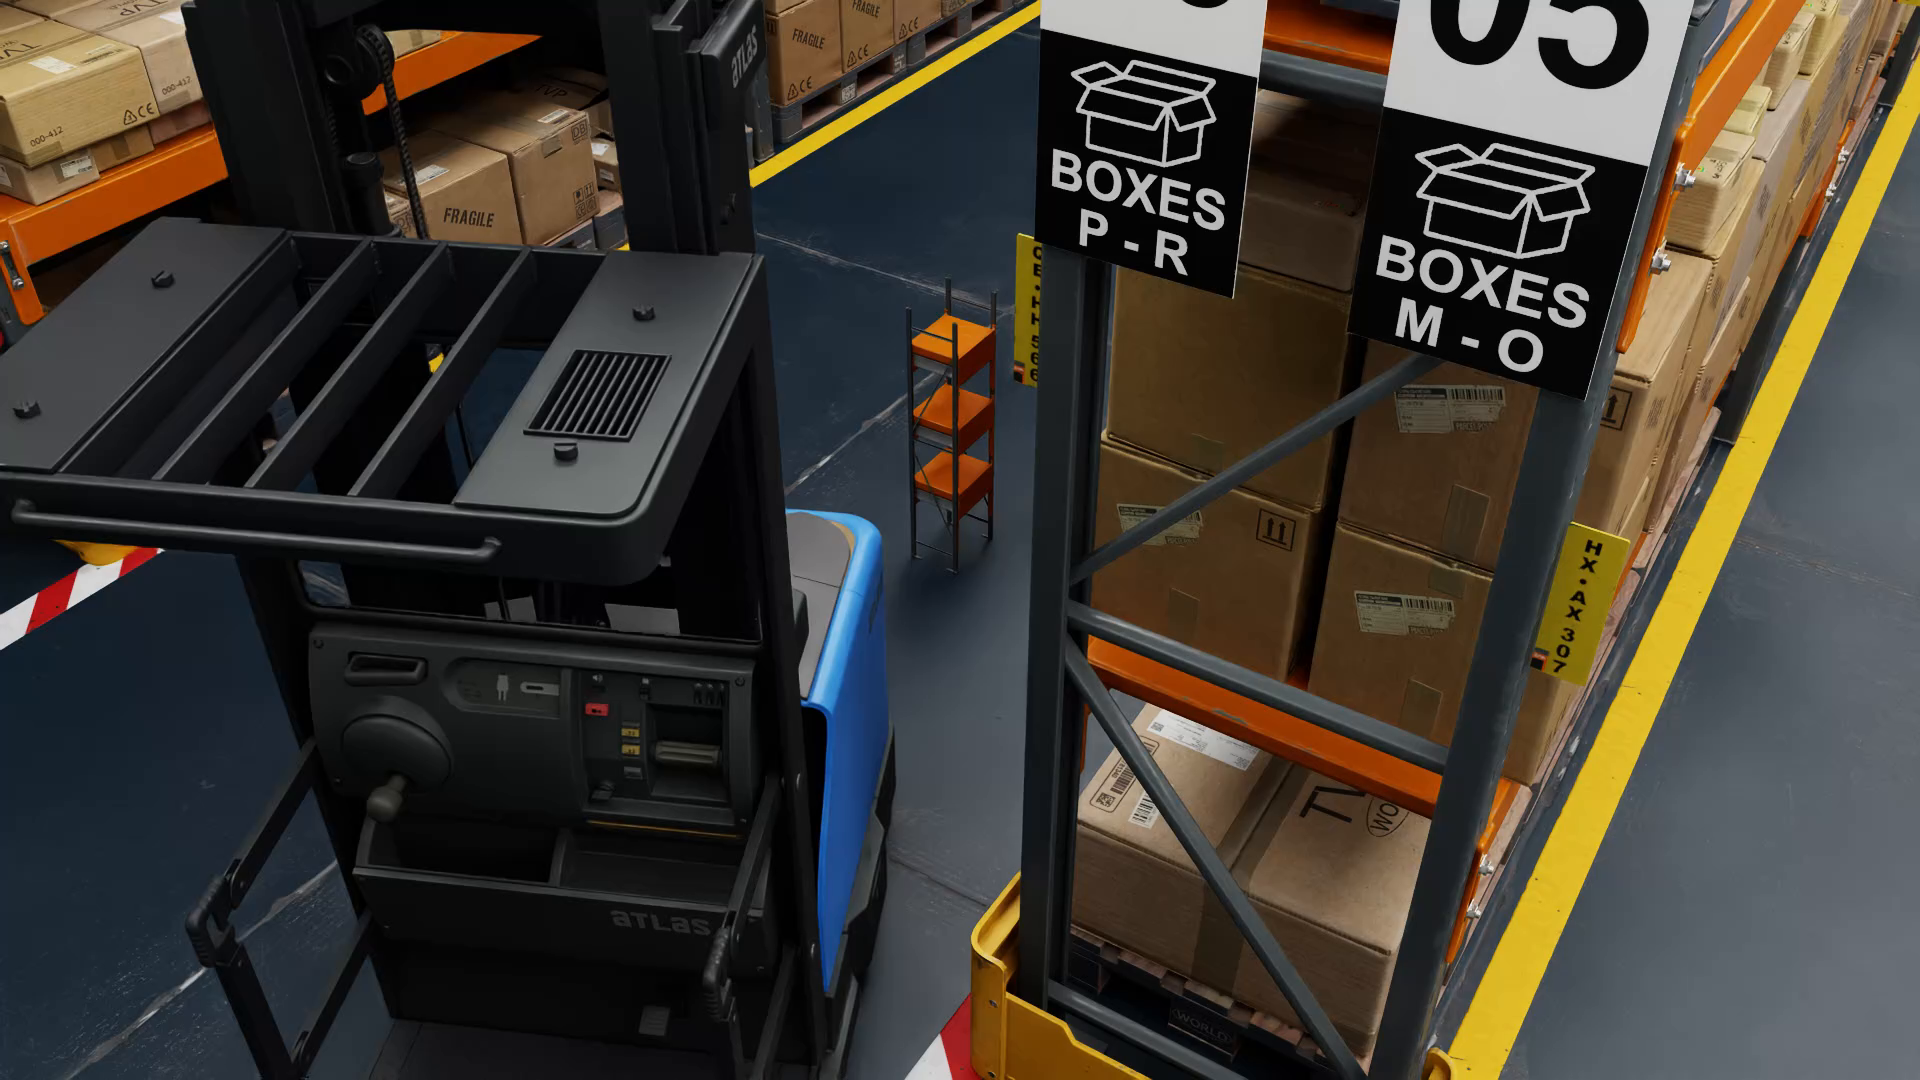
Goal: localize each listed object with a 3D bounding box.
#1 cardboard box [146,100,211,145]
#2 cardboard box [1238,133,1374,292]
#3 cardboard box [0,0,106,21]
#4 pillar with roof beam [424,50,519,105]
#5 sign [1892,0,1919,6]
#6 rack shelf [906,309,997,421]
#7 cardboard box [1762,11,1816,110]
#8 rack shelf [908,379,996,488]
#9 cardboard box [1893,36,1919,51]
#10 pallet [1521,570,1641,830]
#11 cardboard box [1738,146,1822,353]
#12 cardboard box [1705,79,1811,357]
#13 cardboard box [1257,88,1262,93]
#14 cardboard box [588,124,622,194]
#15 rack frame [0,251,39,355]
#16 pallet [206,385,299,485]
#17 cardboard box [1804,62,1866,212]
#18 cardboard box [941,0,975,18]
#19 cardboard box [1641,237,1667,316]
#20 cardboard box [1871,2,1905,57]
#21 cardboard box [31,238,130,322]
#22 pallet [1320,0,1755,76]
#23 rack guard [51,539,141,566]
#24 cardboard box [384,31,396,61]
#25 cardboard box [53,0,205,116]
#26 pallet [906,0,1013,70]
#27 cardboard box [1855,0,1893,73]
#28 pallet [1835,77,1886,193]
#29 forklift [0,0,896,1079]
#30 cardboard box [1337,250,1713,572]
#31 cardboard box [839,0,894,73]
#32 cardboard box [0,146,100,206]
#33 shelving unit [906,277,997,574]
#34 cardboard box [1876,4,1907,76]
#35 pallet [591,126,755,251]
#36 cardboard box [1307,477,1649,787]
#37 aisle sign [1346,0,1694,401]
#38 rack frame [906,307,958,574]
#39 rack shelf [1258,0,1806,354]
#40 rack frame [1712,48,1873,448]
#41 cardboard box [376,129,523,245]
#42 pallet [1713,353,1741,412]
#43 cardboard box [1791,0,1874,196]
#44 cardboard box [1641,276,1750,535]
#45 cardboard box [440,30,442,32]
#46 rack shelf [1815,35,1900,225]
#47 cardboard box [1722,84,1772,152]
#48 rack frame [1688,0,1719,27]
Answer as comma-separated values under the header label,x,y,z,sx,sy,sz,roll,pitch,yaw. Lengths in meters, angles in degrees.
label,x,y,z,sx,sy,sz,roll,pitch,yaw
cardboard box,-2.975,-1.591,6.062,0.380,0.149,0.250,21,42,25
cardboard box,0.624,-0.639,3.190,0.380,0.149,0.250,22,43,26
cardboard box,-3.292,-1.965,6.222,0.500,0.250,0.500,21,42,25
pillar with roof beam,1.052,-4.283,4.436,9.100,9.000,0.400,21,42,25
sign,3.214,-1.951,5.550,0.100,0.325,0.005,21,42,25
rack shelf,-0.029,-0.605,5.727,0.215,0.259,0.240,21,42,25
cardboard box,1.733,-1.145,3.846,0.380,0.149,0.250,22,43,26
rack shelf,-0.029,-0.380,5.900,0.215,0.259,0.240,21,42,25
cardboard box,5.198,-3.234,9.796,0.950,0.372,0.625,18,41,22
pallet,1.618,0.344,5.630,1.003,0.211,1.213,21,42,25
cardboard box,2.184,-0.944,4.935,0.500,0.500,0.500,21,42,24
cardboard box,1.639,-0.822,3.959,0.500,0.500,0.500,21,42,25
cardboard box,0.807,-0.938,3.578,0.380,0.149,0.250,21,42,25
cardboard box,-1.691,-1.896,8.148,0.396,0.266,0.258,23,43,27
rack frame,-3.592,-1.317,5.502,1.000,3.000,0.127,21,42,25
pallet,-3.125,-0.663,6.938,1.003,0.211,1.213,21,42,25
cardboard box,2.712,-1.475,5.624,0.500,0.500,0.500,22,43,26
cardboard box,-0.169,-3.531,10.076,0.500,0.500,0.500,20,42,24
cardboard box,1.025,-0.481,2.985,0.380,0.149,0.250,22,43,26
cardboard box,3.218,-2.031,6.141,0.500,0.250,0.500,20,42,24
cardboard box,-3.184,-0.779,6.505,0.797,0.503,0.637,19,42,23
pallet,0.990,-1.234,3.010,1.003,0.211,1.213,21,42,25
rack guard,-3.551,-0.367,6.316,1.175,0.500,0.348,21,42,25
cardboard box,-2.452,-1.946,6.523,0.380,0.149,0.250,20,42,24
cardboard box,-2.851,-1.782,5.983,0.500,0.250,0.500,22,43,26
pallet,-0.392,-3.338,10.408,1.003,0.211,1.213,21,42,25
cardboard box,2.725,-1.860,5.305,0.500,0.500,0.500,21,42,25
pallet,4.401,-2.334,9.104,1.003,0.211,1.213,21,42,25
forklift,-0.904,0.474,3.235,1.130,2.935,3.031,5,38,6
cardboard box,1.099,-0.286,3.263,0.500,0.500,0.500,20,42,24
cardboard box,-0.723,-3.009,9.400,0.500,0.500,0.500,21,42,25
cardboard box,-3.184,-1.298,5.682,0.380,0.149,0.250,21,42,25
shelving unit,-0.029,-0.388,5.894,0.215,1.050,0.252,21,42,25
cardboard box,3.479,-2.106,6.648,0.500,0.250,0.500,20,42,24
pallet,-1.818,-1.921,8.570,1.003,0.211,1.213,21,42,25
cardboard box,1.101,0.111,3.567,0.500,0.500,0.500,21,42,25
aisle sign,0.808,-0.593,2.434,0.394,0.787,0.004,21,42,25
rack frame,-0.094,-0.325,5.812,0.200,1.050,0.008,21,42,25
rack shelf,1.673,-1.630,4.040,1.077,0.370,4.000,21,42,25
rack frame,2.744,-1.758,6.073,1.000,3.000,0.127,21,42,25
cardboard box,-2.326,-1.446,7.372,0.500,0.500,0.500,22,43,26
pallet,3.094,-1.076,7.473,1.003,0.211,1.213,21,42,25
cardboard box,2.181,-1.335,4.625,0.500,0.500,0.500,22,43,26
cardboard box,1.636,-0.415,4.250,0.500,0.500,0.500,21,42,25
cardboard box,-2.248,-2.243,6.909,0.380,0.149,0.250,21,42,25
rack shelf,3.816,-2.504,7.630,1.077,0.370,4.000,21,42,25
cardboard box,1.467,-0.877,3.499,0.380,0.149,0.250,20,42,24
rack frame,0.601,-2.072,1.567,1.000,3.000,0.127,21,42,25
